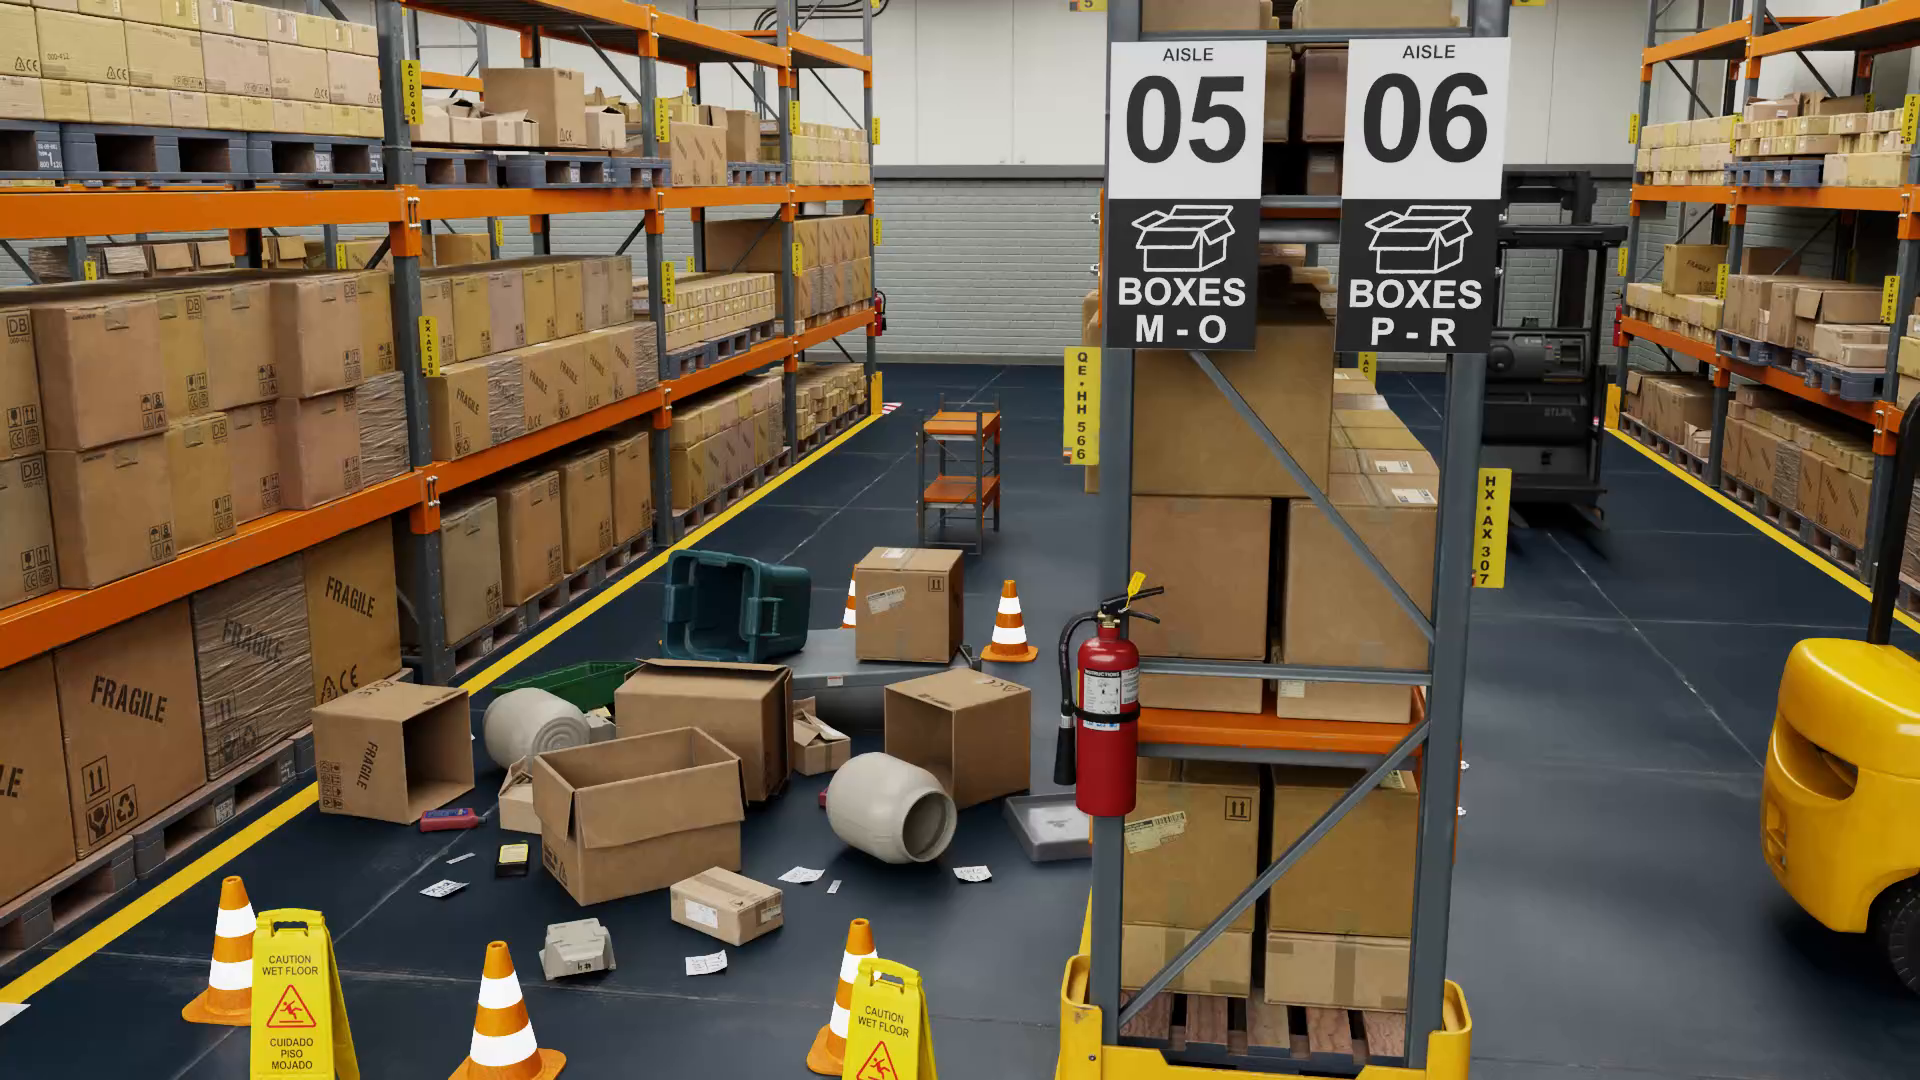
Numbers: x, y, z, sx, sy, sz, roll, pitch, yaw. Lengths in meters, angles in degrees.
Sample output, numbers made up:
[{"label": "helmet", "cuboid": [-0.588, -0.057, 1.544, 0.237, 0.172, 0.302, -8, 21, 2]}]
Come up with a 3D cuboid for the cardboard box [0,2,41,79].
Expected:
[{"label": "cardboard box", "cuboid": [-3.620, -1.756, 5.816, 0.500, 0.250, 0.500, 2, 12, 8]}]

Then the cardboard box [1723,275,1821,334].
[{"label": "cardboard box", "cuboid": [7.337, -2.125, 14.997, 0.700, 0.500, 0.500, 2, 12, 10]}]

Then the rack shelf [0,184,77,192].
[{"label": "rack shelf", "cuboid": [-7.987, -2.311, 11.682, 1.077, 0.370, 4.000, 2, 12, 9]}]

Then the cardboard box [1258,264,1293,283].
[{"label": "cardboard box", "cuboid": [1.215, -1.057, 7.961, 0.700, 0.500, 0.500, 2, 12, 8]}]

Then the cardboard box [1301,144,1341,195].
[{"label": "cardboard box", "cuboid": [1.206, -1.085, 4.886, 0.380, 0.149, 0.250, 1, 12, 7]}]

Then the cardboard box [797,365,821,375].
[{"label": "cardboard box", "cuboid": [-1.904, -2.039, 20.193, 0.380, 0.149, 0.250, 2, 12, 10]}]

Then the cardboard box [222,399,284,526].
[{"label": "cardboard box", "cuboid": [-3.716, -0.370, 7.735, 0.875, 0.550, 0.550, 2, 12, 9]}]

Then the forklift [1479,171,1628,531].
[{"label": "forklift", "cuboid": [4.886, -1.618, 14.044, 1.130, 2.935, 3.031, 2, 12, 8]}]

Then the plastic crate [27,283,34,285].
[{"label": "plastic crate", "cuboid": [-11.808, -3.208, 21.513, 0.416, 0.233, 0.300, 2, 12, 9]}]

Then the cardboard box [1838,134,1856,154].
[{"label": "cardboard box", "cuboid": [7.058, -3.068, 12.897, 0.380, 0.149, 0.250, 2, 12, 10]}]

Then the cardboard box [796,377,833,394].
[{"label": "cardboard box", "cuboid": [-1.656, -1.755, 18.876, 0.380, 0.149, 0.250, 2, 12, 9]}]

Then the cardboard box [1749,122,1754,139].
[{"label": "cardboard box", "cuboid": [7.183, -3.601, 14.619, 0.380, 0.149, 0.250, 2, 12, 10]}]

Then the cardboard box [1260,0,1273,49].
[{"label": "cardboard box", "cuboid": [0.720, -1.492, 4.878, 0.380, 0.149, 0.250, 2, 12, 10]}]

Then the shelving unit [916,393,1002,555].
[{"label": "shelving unit", "cuboid": [0.001, -0.551, 13.381, 0.538, 1.125, 1.048, 2, 12, 9]}]

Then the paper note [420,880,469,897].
[{"label": "paper note", "cuboid": [-2.112, 1.424, 6.816, 0.144, 0.017, 0.142, 7, 14, 28]}]

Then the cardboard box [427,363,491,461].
[{"label": "cardboard box", "cuboid": [-3.063, -0.747, 9.604, 0.500, 0.500, 0.500, 2, 12, 9]}]

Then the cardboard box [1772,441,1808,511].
[{"label": "cardboard box", "cuboid": [7.097, -0.531, 13.774, 0.500, 0.500, 0.500, 1, 12, 7]}]

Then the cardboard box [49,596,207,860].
[{"label": "cardboard box", "cuboid": [-3.852, 0.742, 6.979, 0.875, 0.875, 0.875, 2, 12, 8]}]

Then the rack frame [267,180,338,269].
[{"label": "rack frame", "cuboid": [-7.065, -2.445, 17.718, 1.000, 3.000, 0.127, 2, 12, 9]}]

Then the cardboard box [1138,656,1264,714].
[{"label": "cardboard box", "cuboid": [0.728, 0.412, 5.057, 0.380, 0.149, 0.250, 2, 12, 11]}]

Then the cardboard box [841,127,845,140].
[{"label": "cardboard box", "cuboid": [-1.530, -4.639, 19.000, 0.380, 0.149, 0.250, 2, 12, 7]}]

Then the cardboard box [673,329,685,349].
[{"label": "cardboard box", "cuboid": [-2.485, -1.655, 13.654, 0.380, 0.149, 0.250, 2, 12, 11]}]

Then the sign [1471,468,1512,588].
[{"label": "sign", "cuboid": [1.418, -0.031, 4.465, 0.100, 0.325, 0.005, 2, 12, 9]}]

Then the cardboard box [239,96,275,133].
[{"label": "cardboard box", "cuboid": [-3.306, -1.898, 7.422, 0.380, 0.149, 0.250, 2, 12, 10]}]

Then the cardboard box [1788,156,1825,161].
[{"label": "cardboard box", "cuboid": [7.992, -3.598, 15.600, 0.500, 0.250, 0.500, 2, 12, 7]}]

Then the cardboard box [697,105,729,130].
[{"label": "cardboard box", "cuboid": [-2.547, -3.668, 15.031, 0.797, 0.503, 0.637, 2, 12, 8]}]

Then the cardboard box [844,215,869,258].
[{"label": "cardboard box", "cuboid": [-1.389, -3.676, 20.112, 0.500, 0.500, 0.500, 2, 12, 7]}]

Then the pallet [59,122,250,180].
[{"label": "pallet", "cuboid": [-3.736, -1.598, 6.877, 1.003, 0.211, 1.213, 2, 12, 9]}]

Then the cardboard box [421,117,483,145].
[{"label": "cardboard box", "cuboid": [-3.005, -2.403, 9.768, 0.250, 0.149, 0.380, 2, 12, 9]}]

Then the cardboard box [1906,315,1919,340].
[{"label": "cardboard box", "cuboid": [6.677, -1.440, 11.279, 0.380, 0.149, 0.250, 2, 12, 10]}]

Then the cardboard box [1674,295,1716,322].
[{"label": "cardboard box", "cuboid": [7.622, -2.358, 16.965, 0.500, 0.250, 0.500, 2, 12, 8]}]

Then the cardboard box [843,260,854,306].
[{"label": "cardboard box", "cuboid": [-1.532, -2.975, 19.236, 0.500, 0.500, 0.500, 2, 12, 9]}]

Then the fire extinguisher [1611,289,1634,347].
[{"label": "fire extinguisher", "cuboid": [7.814, -2.622, 19.608, 0.296, 0.674, 0.183, 2, 12, 9]}]

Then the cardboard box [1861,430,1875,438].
[{"label": "cardboard box", "cuboid": [7.552, -0.801, 13.487, 0.380, 0.149, 0.250, 2, 12, 9]}]

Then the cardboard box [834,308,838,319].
[{"label": "cardboard box", "cuboid": [-1.620, -2.631, 19.177, 0.380, 0.149, 0.250, 1, 12, 6]}]

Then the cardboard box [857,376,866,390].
[{"label": "cardboard box", "cuboid": [-1.363, -1.934, 20.411, 0.380, 0.149, 0.250, 2, 12, 7]}]

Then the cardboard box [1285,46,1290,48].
[{"label": "cardboard box", "cuboid": [1.460, -2.426, 8.683, 0.500, 0.250, 0.500, 2, 12, 10]}]

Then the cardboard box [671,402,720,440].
[{"label": "cardboard box", "cuboid": [-2.371, -1.022, 14.271, 0.500, 0.250, 0.500, 2, 12, 8]}]

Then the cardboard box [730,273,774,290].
[{"label": "cardboard box", "cuboid": [-2.048, -2.547, 16.377, 0.380, 0.149, 0.250, 2, 12, 11]}]

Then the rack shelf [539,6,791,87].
[{"label": "rack shelf", "cuboid": [-2.487, -4.232, 14.429, 1.077, 0.370, 4.000, 2, 12, 9]}]

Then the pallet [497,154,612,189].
[{"label": "pallet", "cuboid": [-3.010, -2.436, 11.005, 1.003, 0.211, 1.213, 2, 12, 11]}]

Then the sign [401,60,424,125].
[{"label": "sign", "cuboid": [-2.861, -2.338, 8.687, 0.100, 0.325, 0.005, 2, 12, 9]}]

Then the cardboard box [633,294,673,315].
[{"label": "cardboard box", "cuboid": [-2.531, -1.895, 13.352, 0.380, 0.149, 0.250, 2, 12, 9]}]

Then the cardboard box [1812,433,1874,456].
[{"label": "cardboard box", "cuboid": [7.062, -0.759, 13.293, 0.380, 0.149, 0.250, 2, 12, 8]}]

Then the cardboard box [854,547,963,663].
[{"label": "cardboard box", "cuboid": [-0.266, 0.342, 8.923, 0.500, 0.500, 0.500, 2, 12, 9]}]

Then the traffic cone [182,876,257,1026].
[{"label": "traffic cone", "cuboid": [-2.540, 1.410, 5.851, 0.336, 0.463, 0.334, 2, 12, 9]}]

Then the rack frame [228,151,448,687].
[{"label": "rack frame", "cuboid": [-3.410, -0.598, 9.147, 1.000, 3.000, 0.127, 2, 12, 9]}]

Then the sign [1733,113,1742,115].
[{"label": "sign", "cuboid": [8.793, -4.673, 18.837, 0.100, 0.325, 0.005, 2, 12, 9]}]

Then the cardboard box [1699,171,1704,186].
[{"label": "cardboard box", "cuboid": [7.599, -3.604, 16.572, 0.380, 0.149, 0.250, 2, 12, 11]}]

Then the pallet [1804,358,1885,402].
[{"label": "pallet", "cuboid": [7.052, -1.181, 12.307, 1.213, 0.211, 1.003, 2, 12, 9]}]

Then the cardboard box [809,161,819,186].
[{"label": "cardboard box", "cuboid": [-1.779, -3.849, 17.467, 0.500, 0.250, 0.500, 2, 12, 8]}]

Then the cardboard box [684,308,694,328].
[{"label": "cardboard box", "cuboid": [-2.444, -1.865, 13.919, 0.380, 0.149, 0.250, 1, 12, 7]}]

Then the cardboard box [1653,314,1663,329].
[{"label": "cardboard box", "cuboid": [7.679, -2.348, 17.863, 0.380, 0.149, 0.250, 2, 12, 7]}]

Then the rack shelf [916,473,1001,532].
[{"label": "rack shelf", "cuboid": [0.001, -0.312, 13.433, 0.538, 0.278, 1.000, 2, 12, 9]}]
